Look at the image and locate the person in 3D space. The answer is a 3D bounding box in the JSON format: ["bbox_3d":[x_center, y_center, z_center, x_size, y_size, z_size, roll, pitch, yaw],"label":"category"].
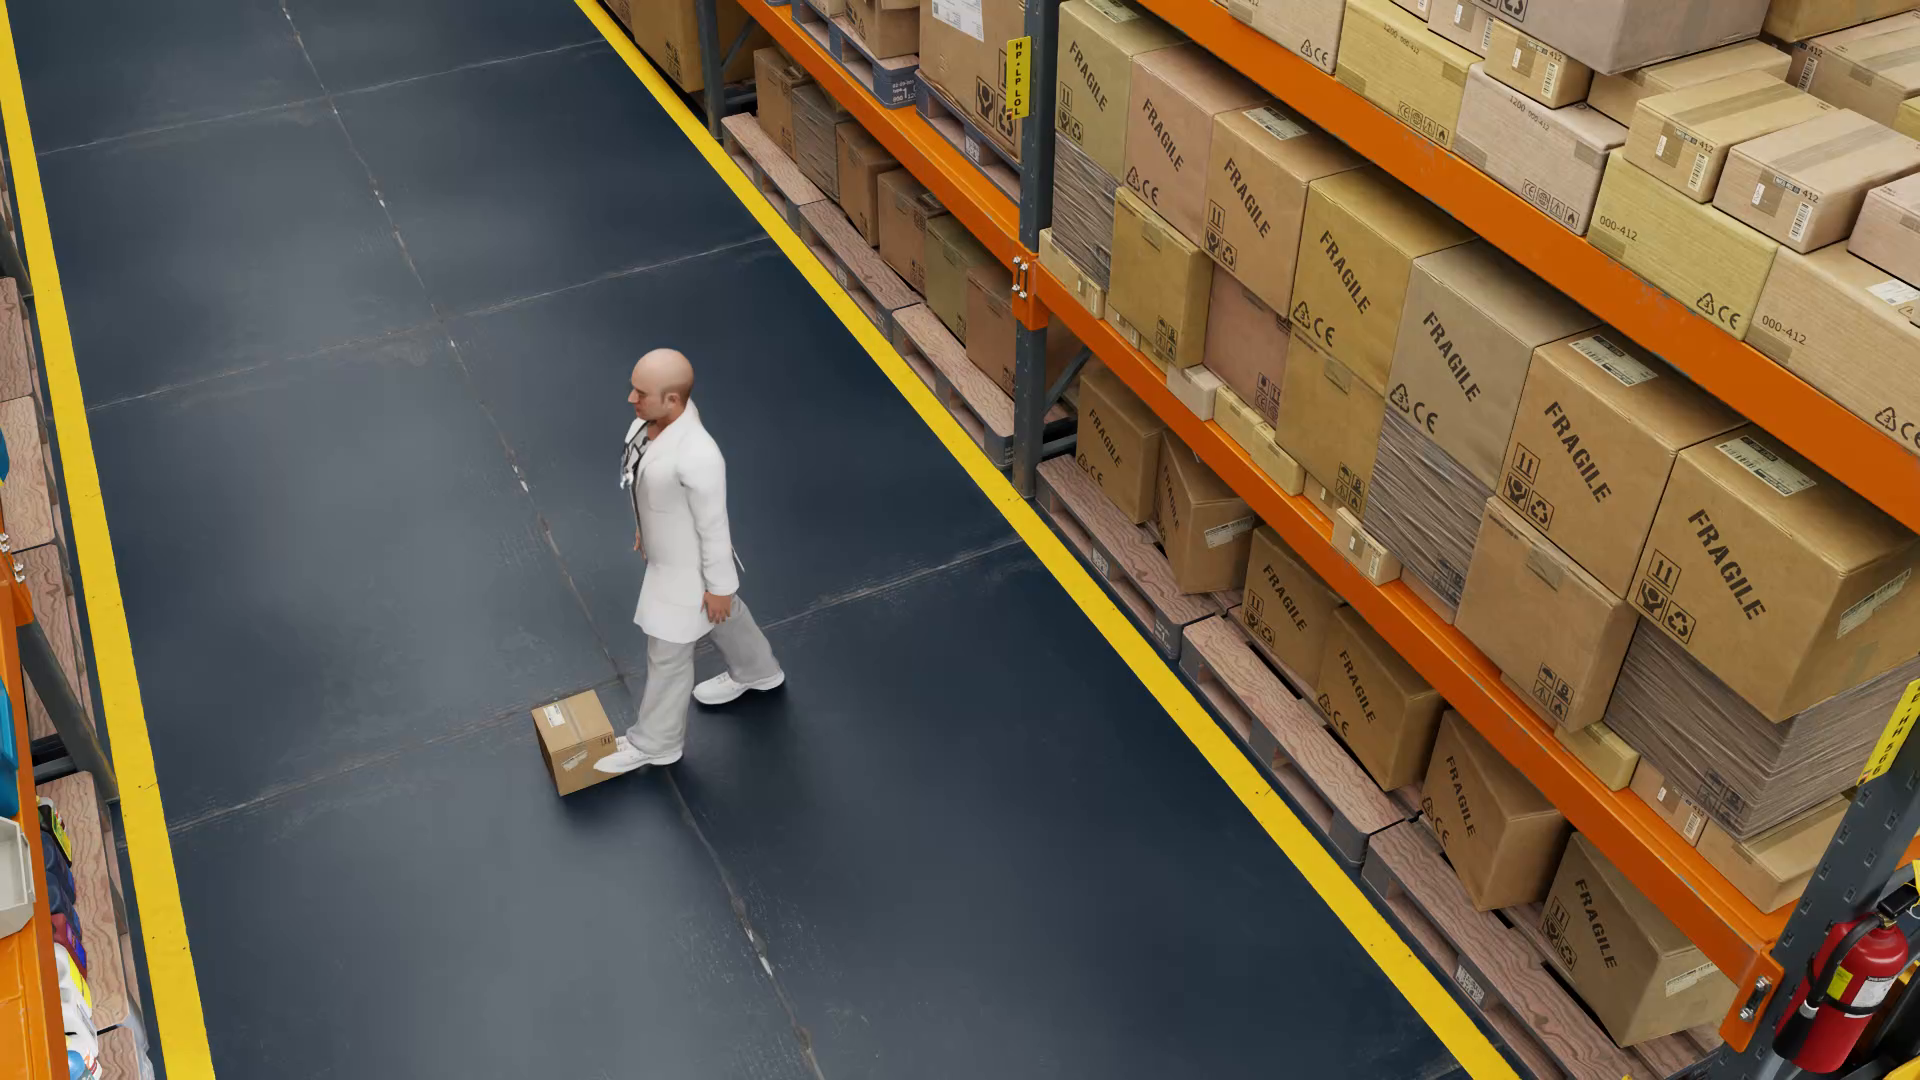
[{"bbox_3d":[-1.076,0.066,6.085,0.834,1.768,0.583,-15,43,-16],"label":"person"}]
